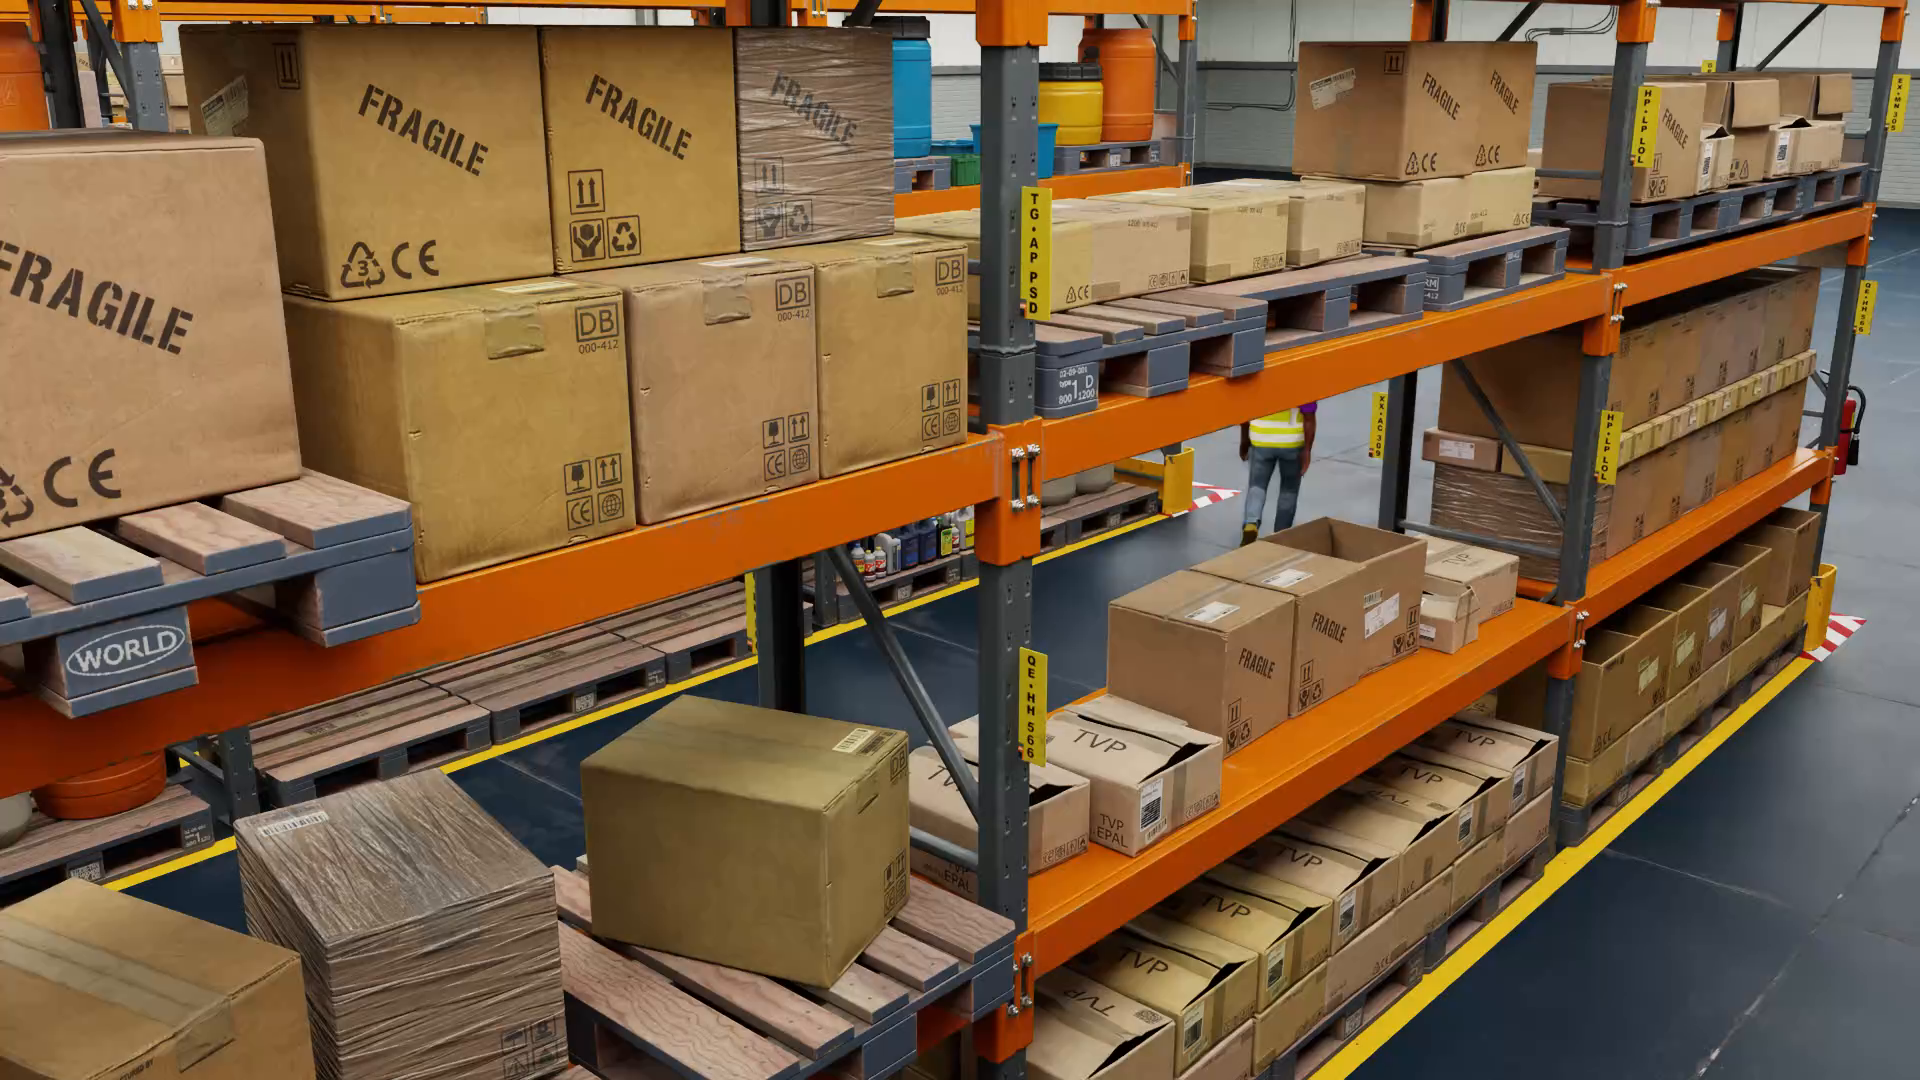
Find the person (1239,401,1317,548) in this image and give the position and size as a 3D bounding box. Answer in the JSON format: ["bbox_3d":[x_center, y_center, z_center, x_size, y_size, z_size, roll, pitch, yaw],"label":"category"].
[{"bbox_3d":[2.340,-0.713,12.299,0.575,1.749,0.759,6,18,20],"label":"person"}]
